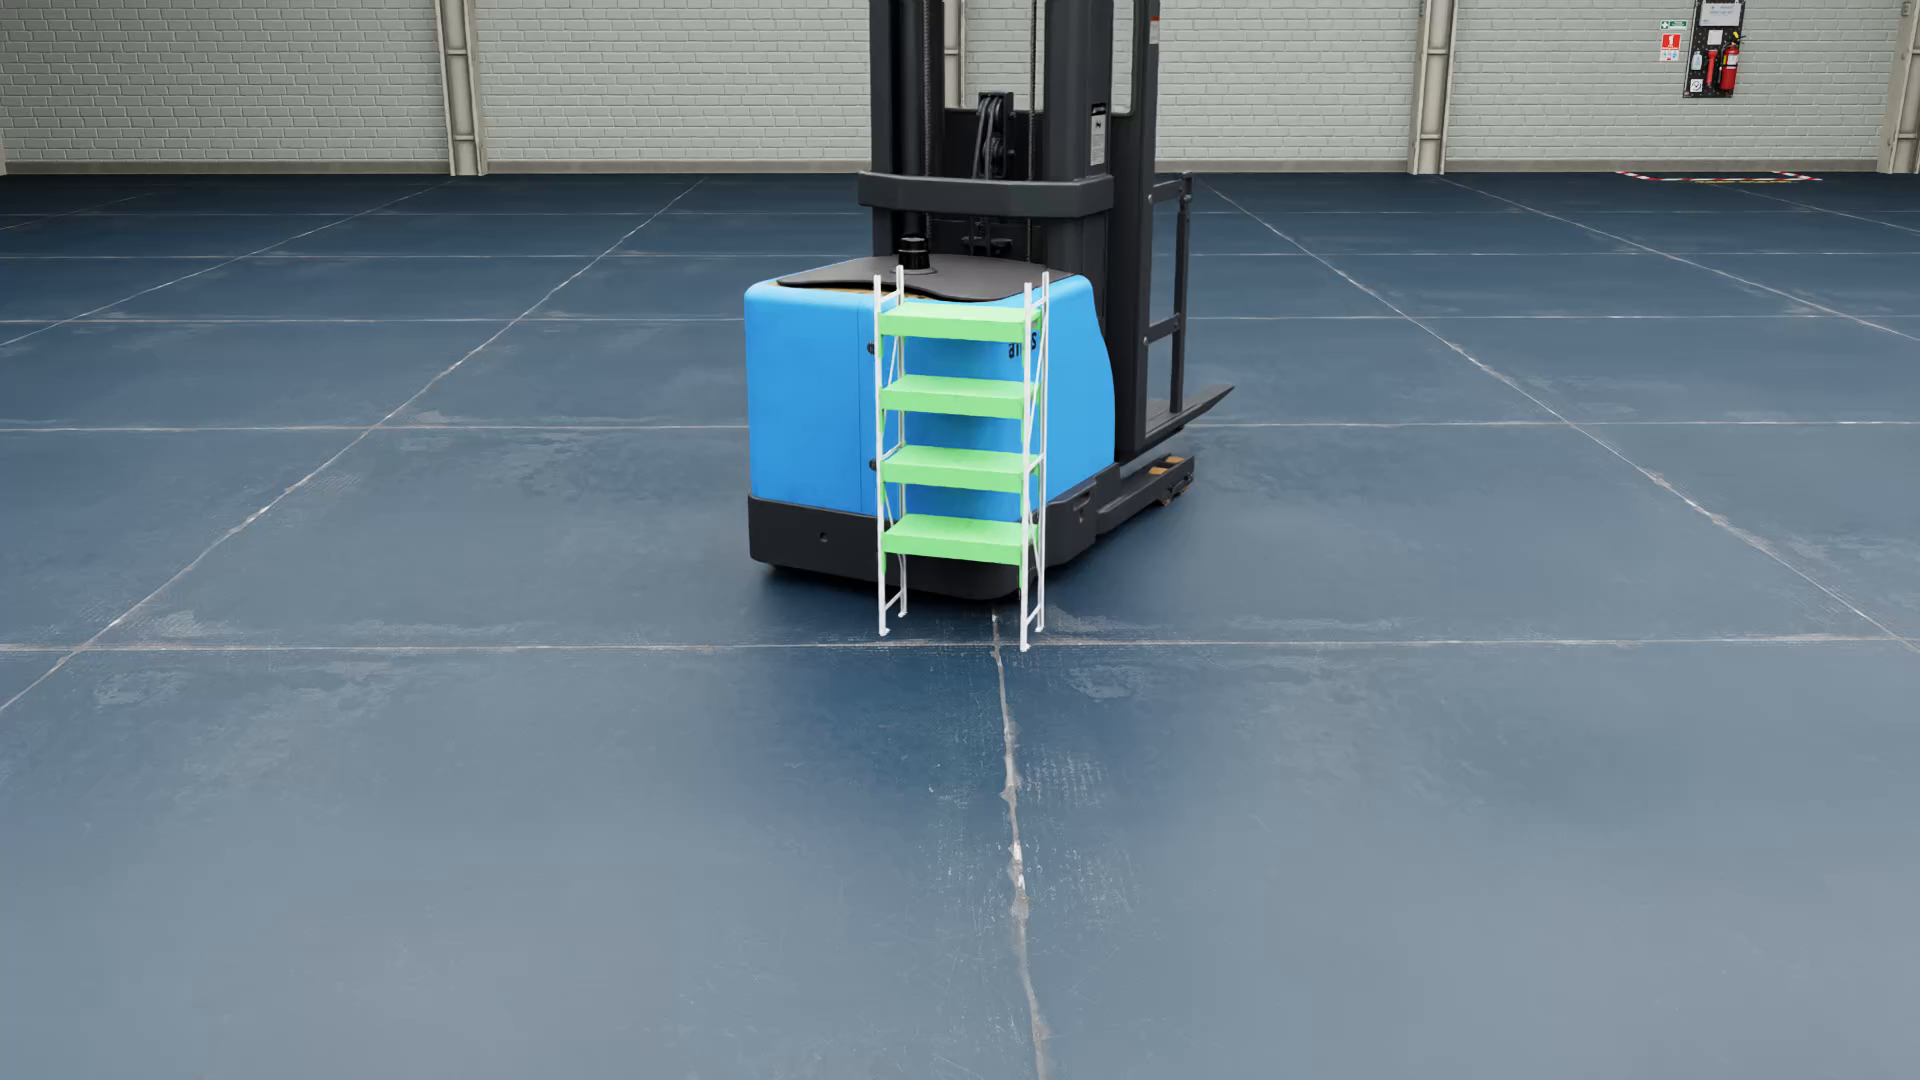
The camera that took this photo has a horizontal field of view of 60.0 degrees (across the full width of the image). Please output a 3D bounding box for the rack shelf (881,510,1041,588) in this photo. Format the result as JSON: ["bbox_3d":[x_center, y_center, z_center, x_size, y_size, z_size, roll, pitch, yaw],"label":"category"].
[{"bbox_3d":[0.007,0.025,5.499,0.480,0.148,0.258,5,19,16],"label":"rack shelf"}]

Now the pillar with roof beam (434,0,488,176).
[{"bbox_3d":[-6.065,-7.540,15.321,0.400,9.000,9.100,0,18,-1],"label":"pillar with roof beam"}]

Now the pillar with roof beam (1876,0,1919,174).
[{"bbox_3d":[11.933,-7.627,15.592,0.400,9.000,9.100,0,18,-1],"label":"pillar with roof beam"}]

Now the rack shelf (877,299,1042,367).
[{"bbox_3d":[0.006,-0.660,5.279,0.480,0.148,0.258,5,19,16],"label":"rack shelf"}]

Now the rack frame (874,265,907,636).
[{"bbox_3d":[-0.227,-0.286,5.475,0.015,1.200,0.240,5,19,16],"label":"rack frame"}]

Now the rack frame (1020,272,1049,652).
[{"bbox_3d":[0.240,-0.242,5.338,0.015,1.200,0.240,5,19,16],"label":"rack frame"}]

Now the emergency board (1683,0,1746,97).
[{"bbox_3d":[9.394,-6.085,20.606,0.643,1.169,0.194,0,18,-1],"label":"emergency board"}]

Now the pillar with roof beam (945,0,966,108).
[{"bbox_3d":[-0.065,-7.569,15.411,0.400,9.000,9.100,0,18,-1],"label":"pillar with roof beam"}]

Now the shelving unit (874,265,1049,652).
[{"bbox_3d":[0.007,-0.264,5.406,0.503,1.200,0.258,5,19,16],"label":"shelving unit"}]

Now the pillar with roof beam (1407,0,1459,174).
[{"bbox_3d":[5.934,-7.598,15.502,0.400,9.000,9.100,0,18,-1],"label":"pillar with roof beam"}]

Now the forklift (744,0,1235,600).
[{"bbox_3d":[0.357,-1.594,6.720,1.130,2.935,3.031,9,20,26],"label":"forklift"}]

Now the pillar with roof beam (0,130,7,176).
[{"bbox_3d":[-12.064,-7.511,15.231,0.400,9.000,9.100,0,18,-1],"label":"pillar with roof beam"}]

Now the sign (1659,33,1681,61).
[{"bbox_3d":[8.839,-6.131,20.691,0.234,0.329,0.001,0,18,-1],"label":"sign"}]

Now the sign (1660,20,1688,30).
[{"bbox_3d":[8.844,-6.381,20.601,0.331,0.109,0.001,0,18,-1],"label":"sign"}]

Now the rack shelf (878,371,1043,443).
[{"bbox_3d":[0.006,-0.432,5.352,0.480,0.148,0.258,5,19,16],"label":"rack shelf"}]

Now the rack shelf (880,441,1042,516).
[{"bbox_3d":[0.007,-0.203,5.426,0.480,0.148,0.258,5,19,16],"label":"rack shelf"}]

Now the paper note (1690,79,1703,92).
[{"bbox_3d":[9.215,-5.686,20.804,0.142,0.148,0.016,0,18,-1],"label":"paper note"}]
